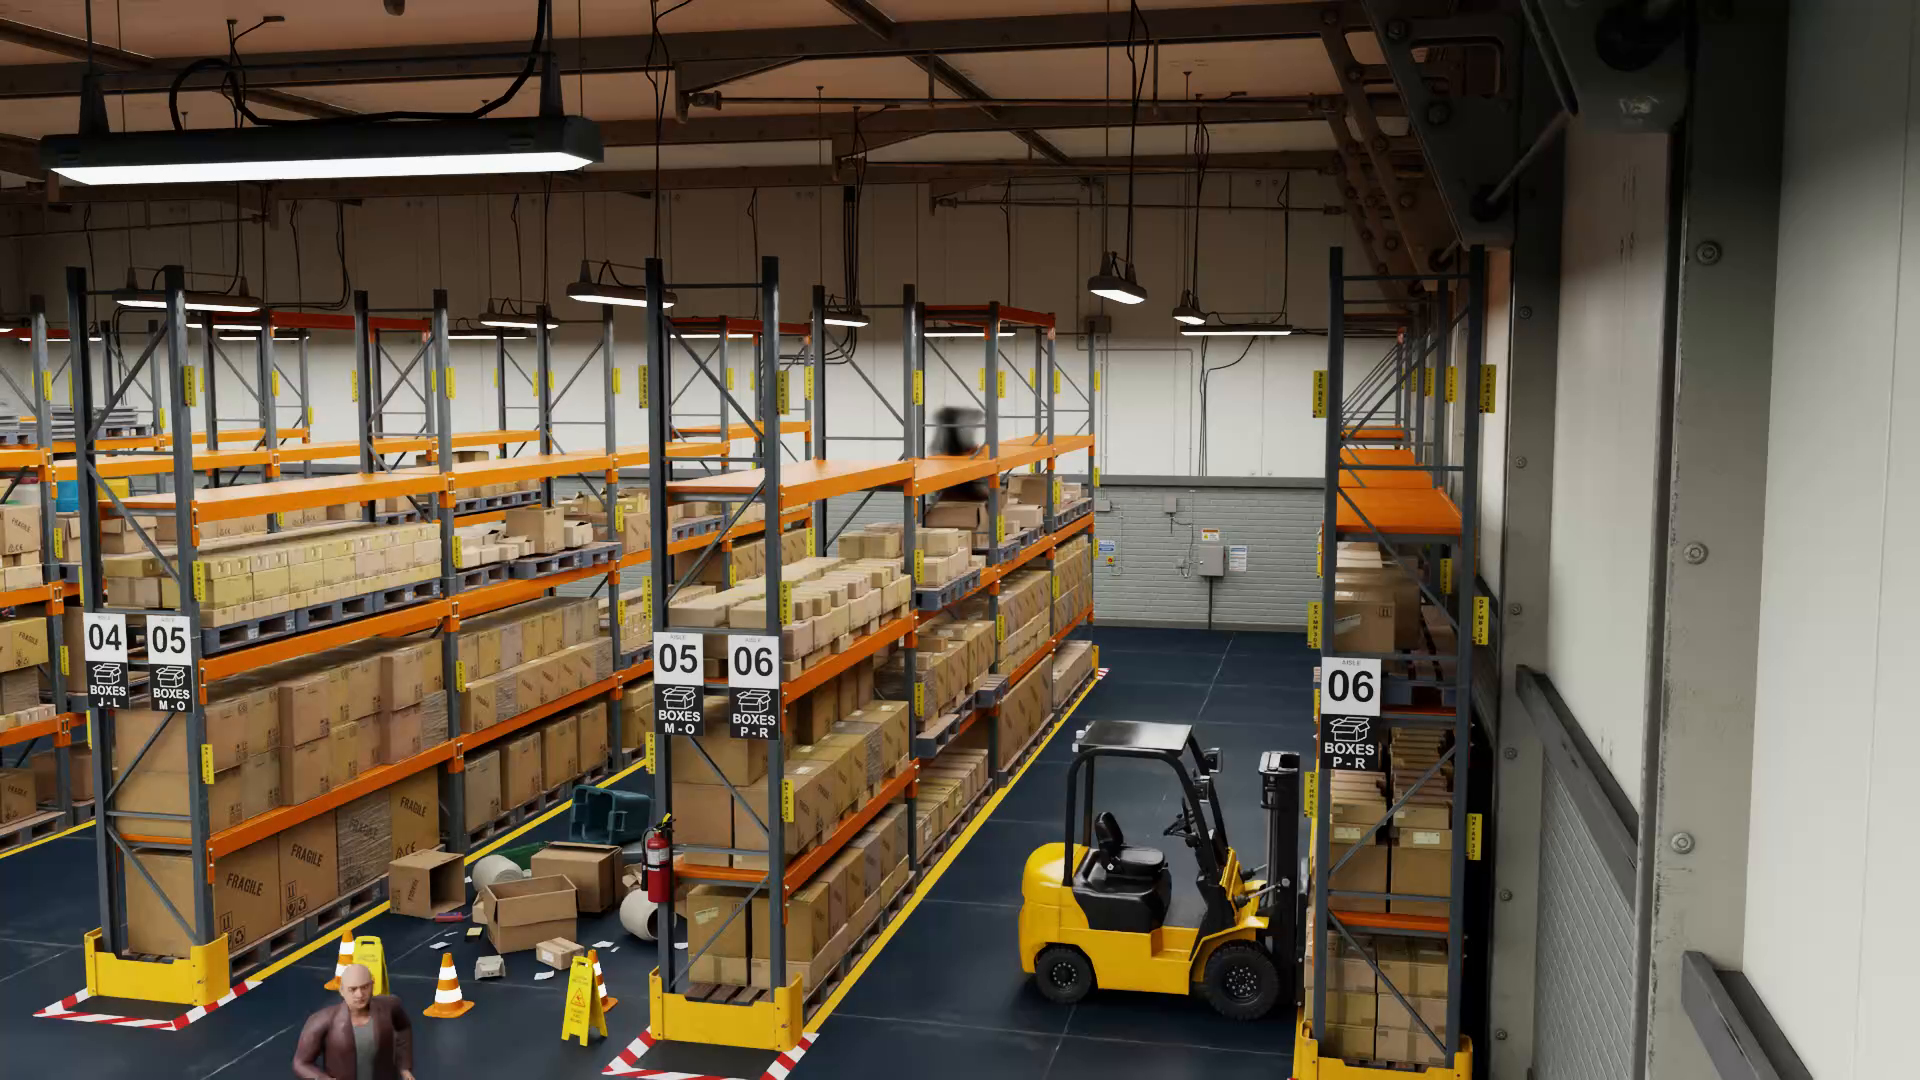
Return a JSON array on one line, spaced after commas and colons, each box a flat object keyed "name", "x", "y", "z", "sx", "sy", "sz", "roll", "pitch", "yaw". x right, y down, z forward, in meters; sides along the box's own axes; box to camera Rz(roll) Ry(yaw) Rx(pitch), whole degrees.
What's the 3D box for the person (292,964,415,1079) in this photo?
[{"name": "person", "x": -3.602, "y": 3.310, "z": 9.882, "sx": 0.707, "sy": 1.741, "sz": 0.924, "roll": -3, "pitch": 7, "yaw": -30}]
